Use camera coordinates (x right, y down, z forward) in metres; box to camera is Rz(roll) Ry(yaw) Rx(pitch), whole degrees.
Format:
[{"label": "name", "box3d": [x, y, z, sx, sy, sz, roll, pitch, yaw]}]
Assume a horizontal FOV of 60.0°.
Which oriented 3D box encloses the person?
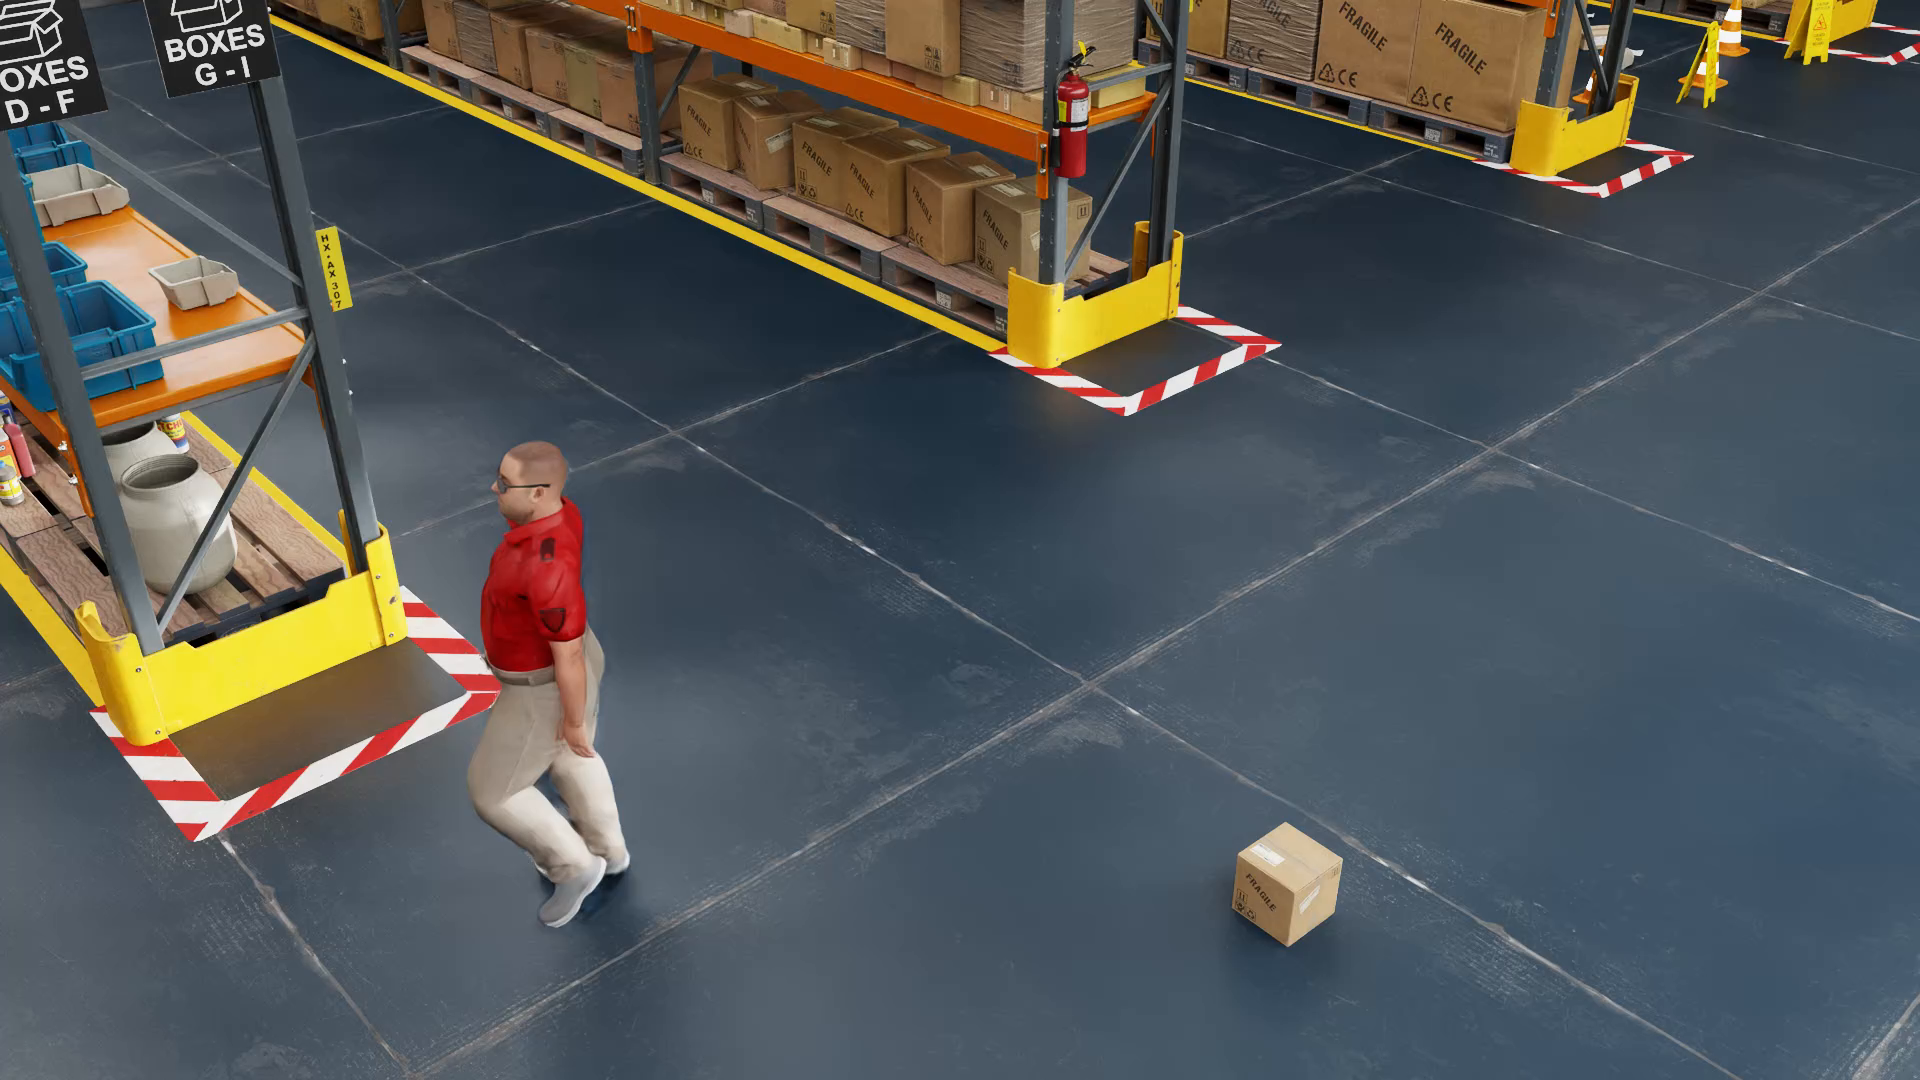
[{"label": "person", "box3d": [-1.375, 0.480, 5.377, 0.463, 1.769, 0.538, -3, 32, -4]}]
